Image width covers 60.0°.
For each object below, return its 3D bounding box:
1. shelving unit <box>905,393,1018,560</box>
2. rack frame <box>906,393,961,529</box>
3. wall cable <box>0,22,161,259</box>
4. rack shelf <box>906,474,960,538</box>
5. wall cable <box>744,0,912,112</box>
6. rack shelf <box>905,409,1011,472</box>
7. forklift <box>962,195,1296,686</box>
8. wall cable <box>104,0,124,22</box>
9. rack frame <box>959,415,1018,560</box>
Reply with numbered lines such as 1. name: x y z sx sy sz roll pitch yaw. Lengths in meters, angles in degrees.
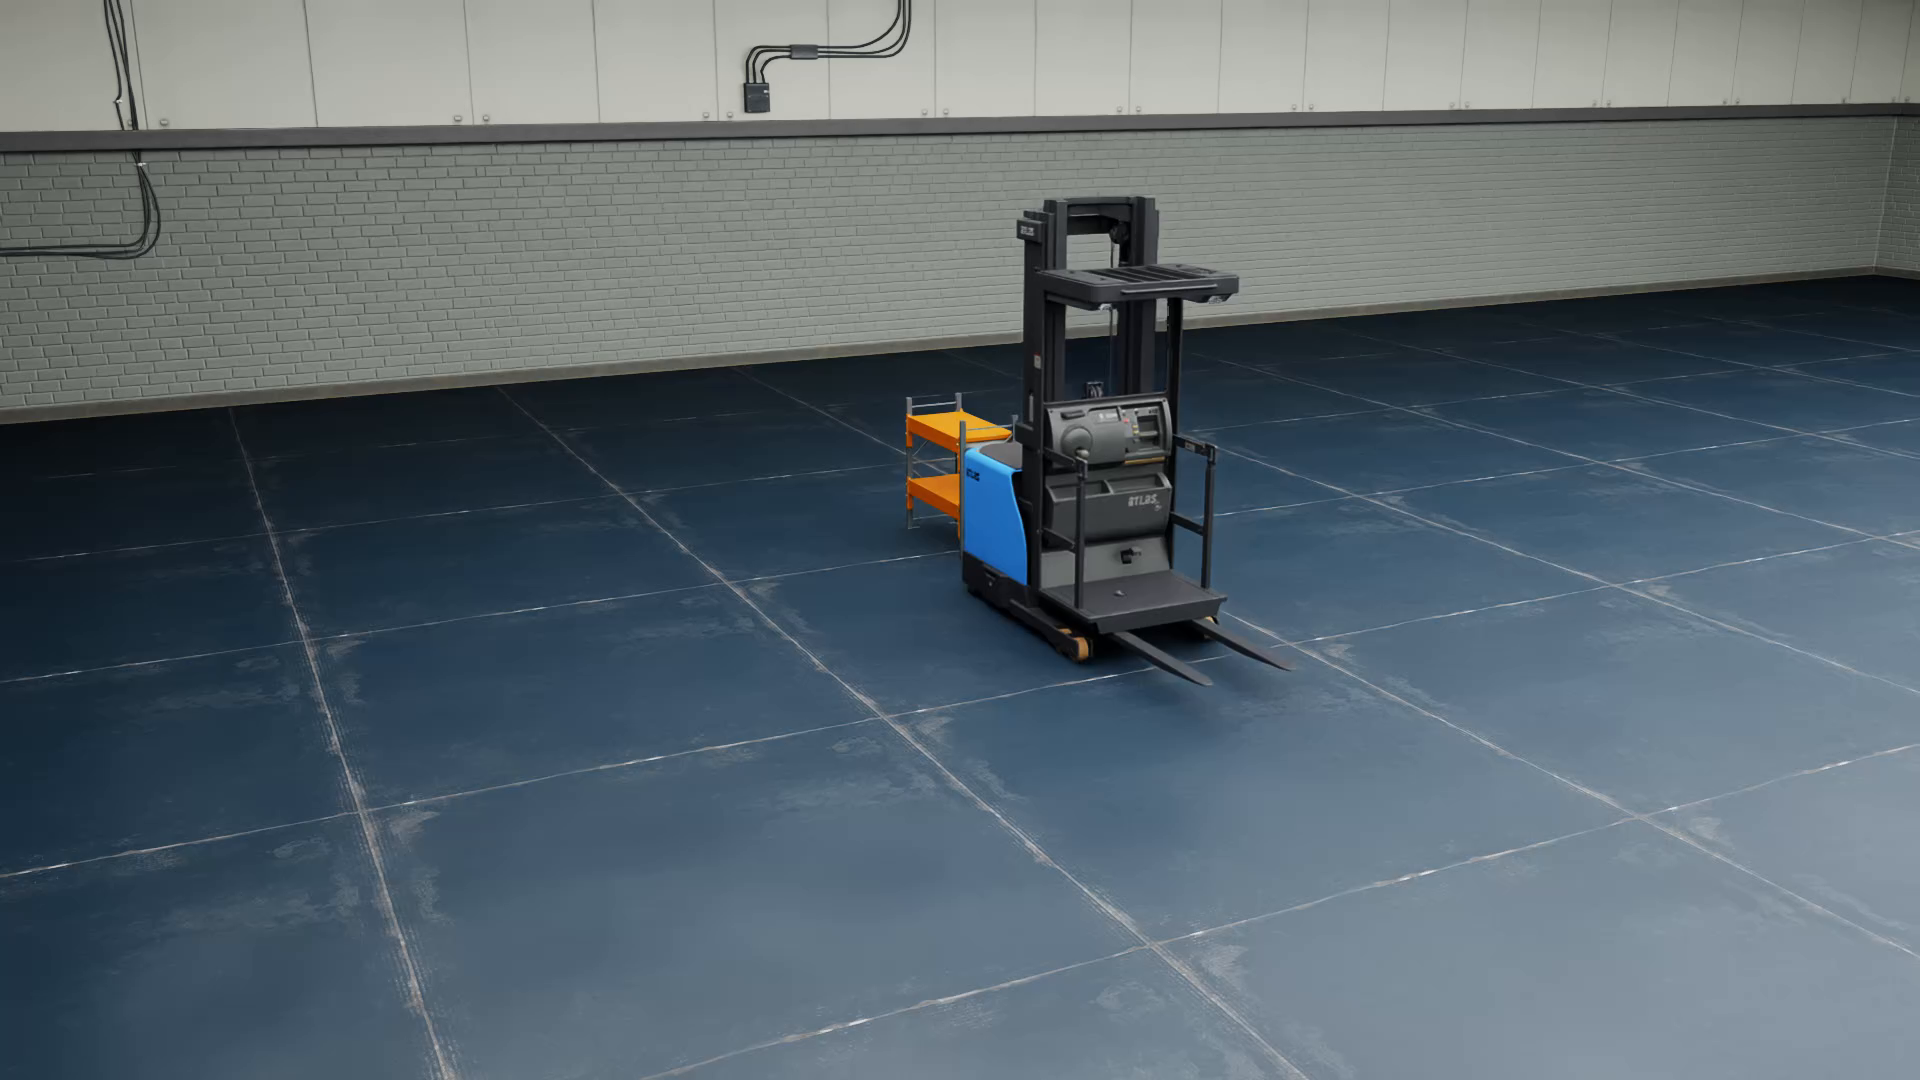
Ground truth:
1. shelving unit: 0.003 -0.539 13.590 0.538 1.125 1.048 -8 18 -25
2. rack frame: -0.220 -0.665 14.029 0.500 1.125 0.032 -8 18 -25
3. wall cable: -10.185 -4.122 17.431 3.097 2.526 0.112 -8 18 -25
4. rack shelf: 0.003 -0.304 13.657 0.538 0.278 1.000 -8 18 -25
5. wall cable: -1.644 -8.393 20.517 2.305 6.003 0.169 -8 18 -25
6. rack shelf: 0.003 -0.820 13.509 0.538 0.278 1.000 -8 18 -25
7. forklift: 1.108 -0.743 11.027 1.130 2.935 3.031 -8 18 -25
8. wall cable: -7.753 -6.877 17.873 3.097 2.526 0.112 -8 18 -25
9. rack frame: 0.226 -0.413 13.150 0.500 1.125 0.032 -8 18 -25
